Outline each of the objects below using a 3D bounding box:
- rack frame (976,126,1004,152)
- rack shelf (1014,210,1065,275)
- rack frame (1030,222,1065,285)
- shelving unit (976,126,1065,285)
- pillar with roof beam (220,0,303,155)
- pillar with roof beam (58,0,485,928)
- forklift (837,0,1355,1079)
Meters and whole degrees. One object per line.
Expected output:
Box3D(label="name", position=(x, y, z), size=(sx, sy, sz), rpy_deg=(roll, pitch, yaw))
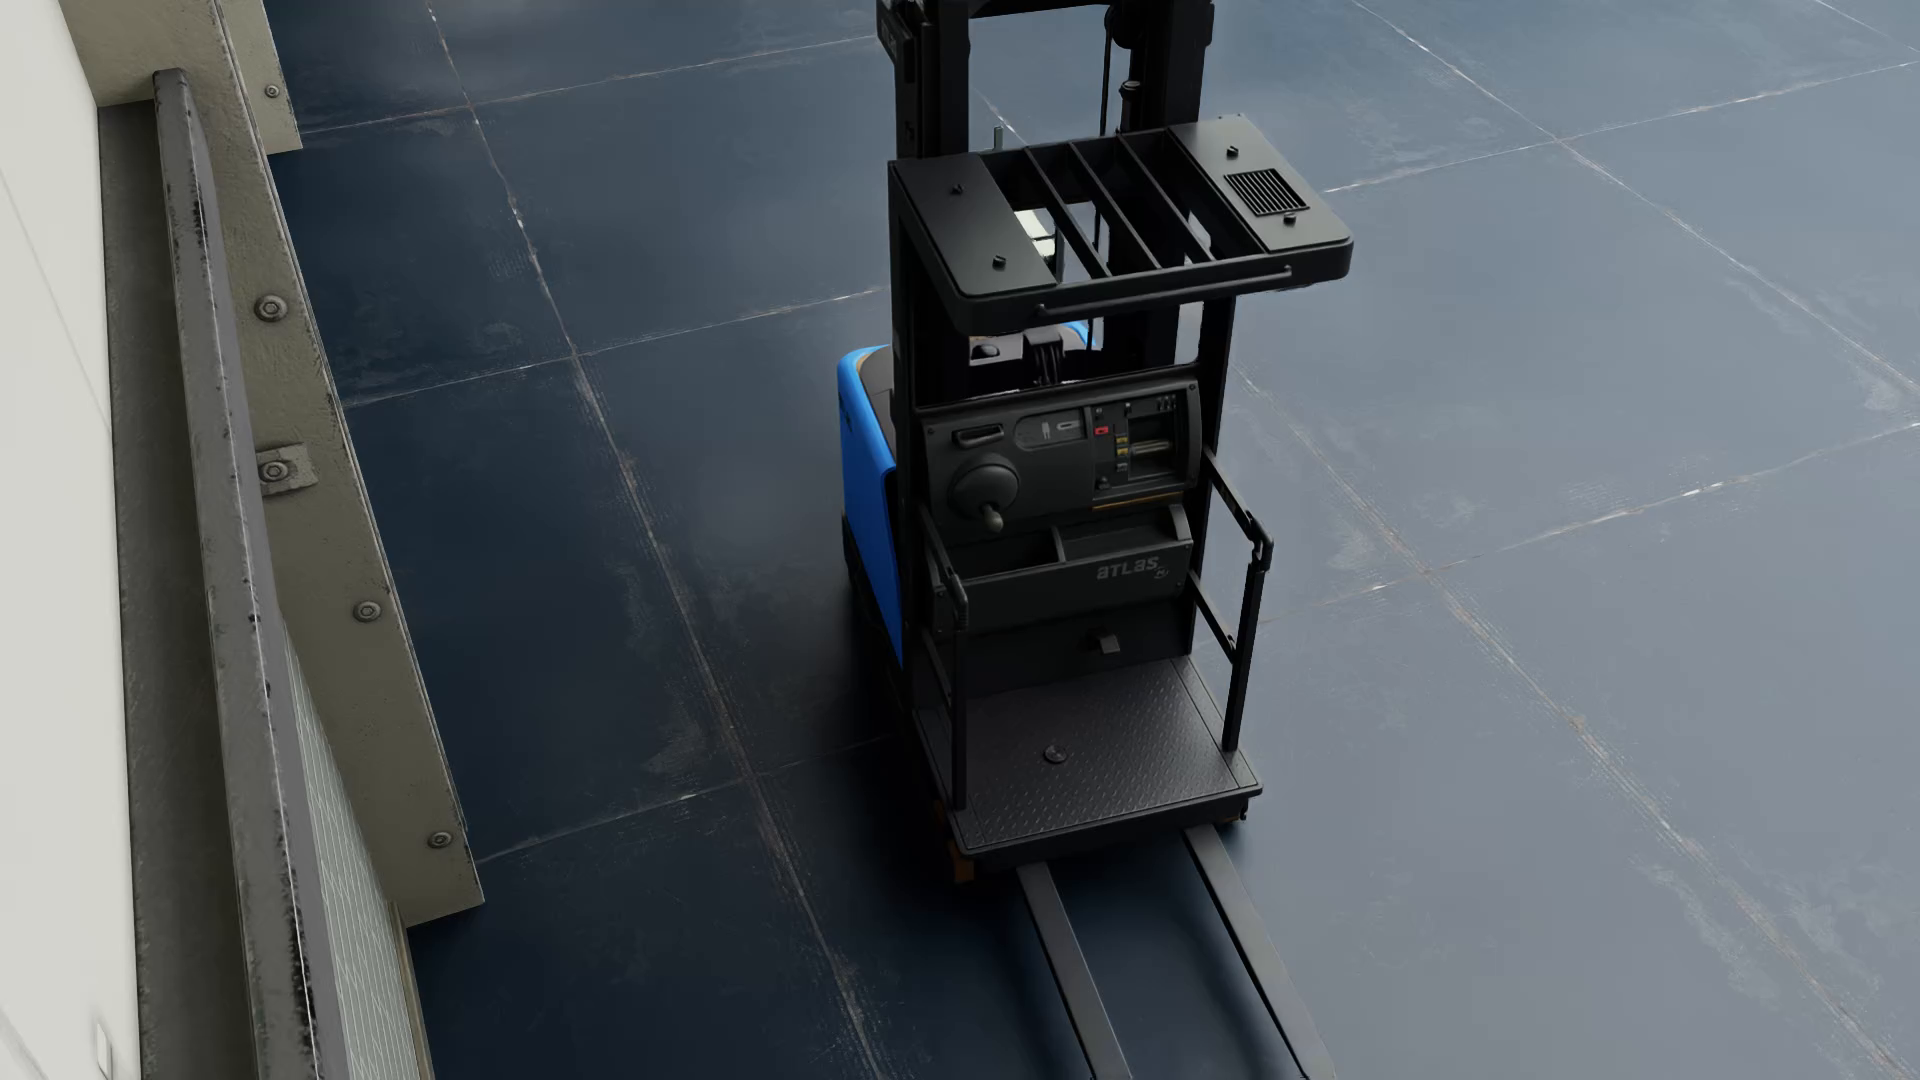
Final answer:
Box3D(label="rack frame", position=(-0.011, -1.121, 7.403), size=(0.400, 1.500, 0.023), rpy_deg=(-12, 42, -14))
Box3D(label="rack shelf", position=(0.102, -1.190, 6.885), size=(0.431, 0.370, 0.720), rpy_deg=(-12, 42, -14))
Box3D(label="rack frame", position=(0.216, -0.667, 6.876), size=(0.400, 1.500, 0.023), rpy_deg=(-12, 42, -14))
Box3D(label="shelving unit", position=(0.102, -0.894, 7.140), size=(0.431, 1.500, 0.755), rpy_deg=(-12, 42, -14))
Box3D(label="pillar with roof beam", position=(-0.188, -6.919, 8.394), size=(9.100, 9.000, 0.400), rpy_deg=(-15, 43, -17))
Box3D(label="pillar with roof beam", position=(2.107, -3.305, 4.191), size=(9.100, 9.000, 0.400), rpy_deg=(-15, 43, -17))
Box3D(label="forklift", position=(0.399, -0.193, 5.226), size=(1.130, 2.935, 3.031), rpy_deg=(-10, 42, -12))
